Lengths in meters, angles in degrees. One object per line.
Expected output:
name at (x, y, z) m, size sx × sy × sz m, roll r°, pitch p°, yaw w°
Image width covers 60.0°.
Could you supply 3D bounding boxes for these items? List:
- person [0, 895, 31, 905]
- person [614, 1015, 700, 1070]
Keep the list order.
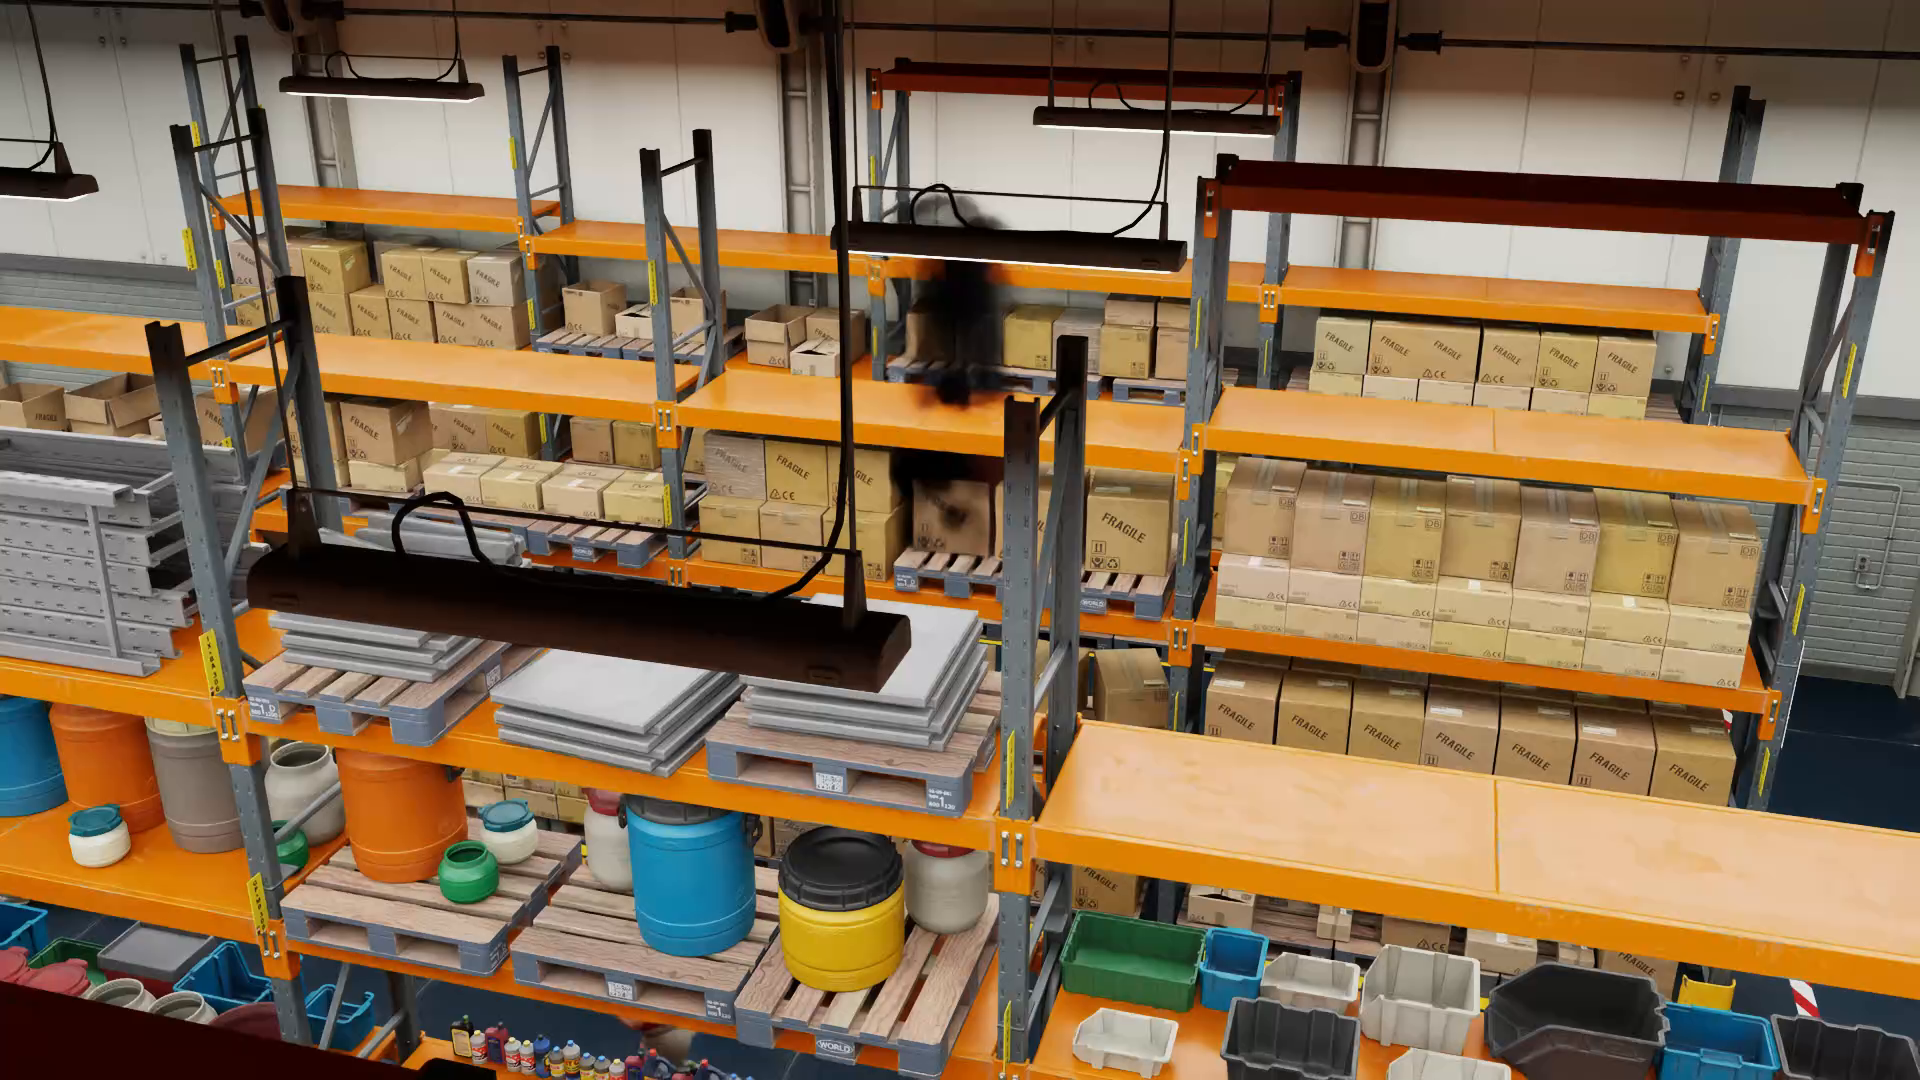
person at (-7.731, 2.176, 13.329) m, size 0.763 × 1.714 × 0.649 m, roll 1°, pitch 23°, yaw 1°
person at (-1.972, 3.221, 10.908) m, size 0.746 × 1.654 × 0.653 m, roll 3°, pitch 23°, yaw 8°
